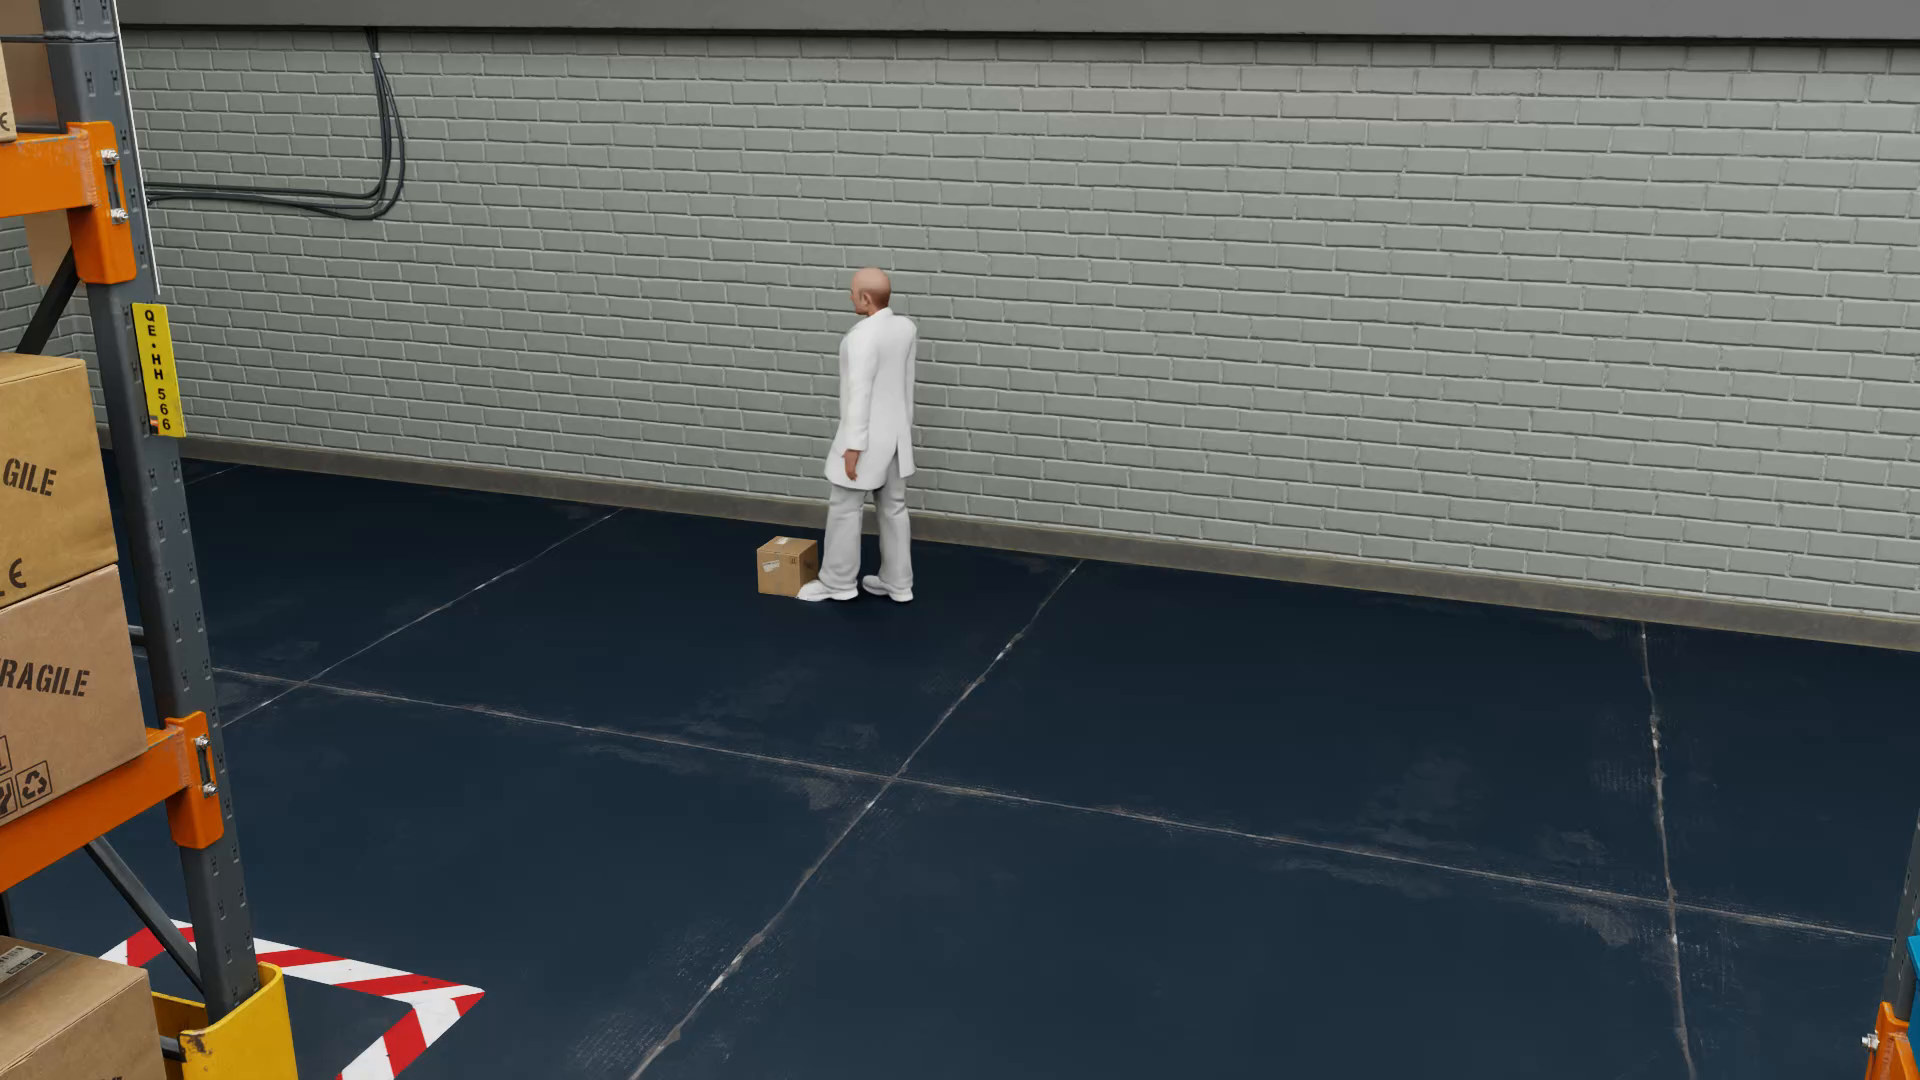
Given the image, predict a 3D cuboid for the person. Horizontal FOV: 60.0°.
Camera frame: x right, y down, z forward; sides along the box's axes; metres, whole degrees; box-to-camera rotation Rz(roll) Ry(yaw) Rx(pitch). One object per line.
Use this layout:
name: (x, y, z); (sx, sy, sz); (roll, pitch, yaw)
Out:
person: (-0.527, -0.549, 8.720); (0.623, 1.790, 0.625); (13, 22, 33)
